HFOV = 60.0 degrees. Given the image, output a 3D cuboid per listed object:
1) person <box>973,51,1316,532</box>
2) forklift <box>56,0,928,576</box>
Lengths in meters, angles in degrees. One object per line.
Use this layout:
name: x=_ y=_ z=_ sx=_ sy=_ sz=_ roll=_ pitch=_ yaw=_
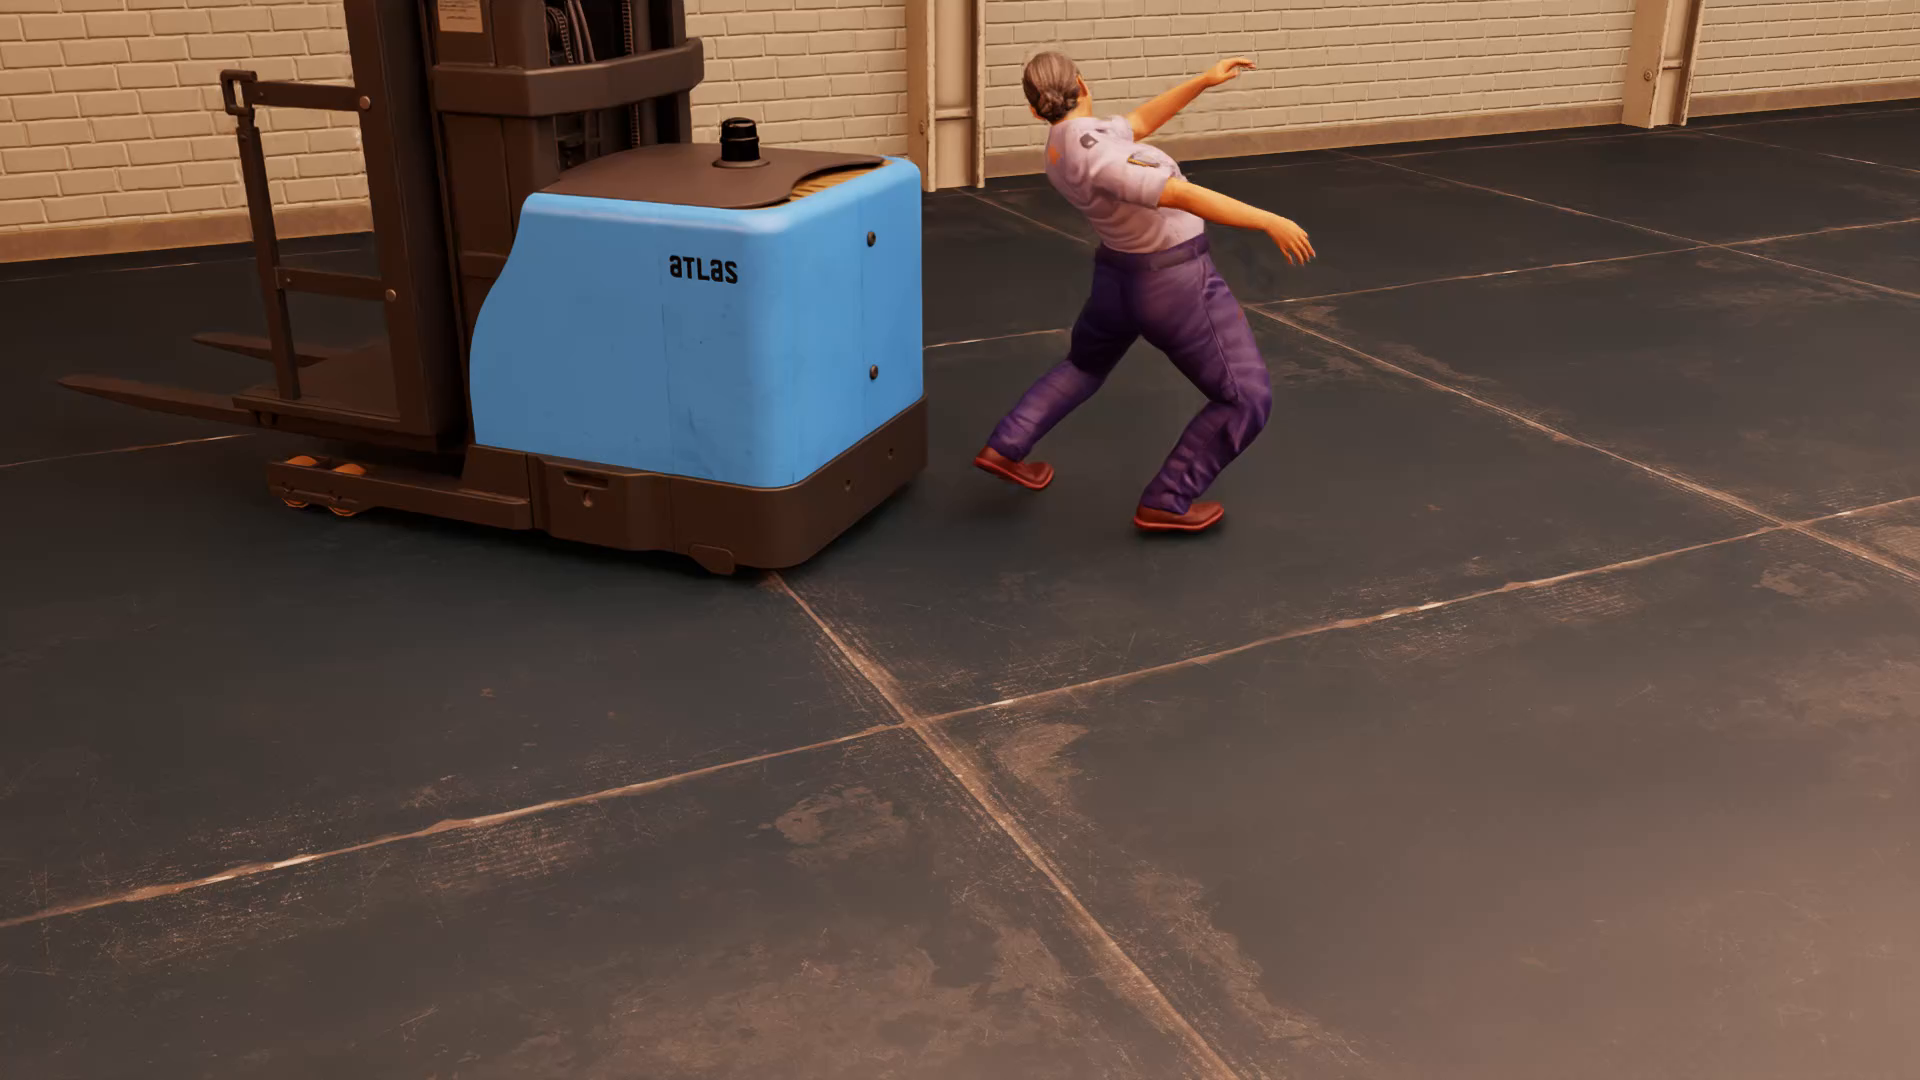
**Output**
person: x=0.587 y=-0.704 z=4.912 sx=0.723 sy=1.405 sz=0.976 roll=-15 pitch=27 yaw=-33
forklift: x=-1.673 y=-1.602 z=5.143 sx=3.031 sy=2.935 sz=1.130 roll=9 pitch=24 yaw=21
